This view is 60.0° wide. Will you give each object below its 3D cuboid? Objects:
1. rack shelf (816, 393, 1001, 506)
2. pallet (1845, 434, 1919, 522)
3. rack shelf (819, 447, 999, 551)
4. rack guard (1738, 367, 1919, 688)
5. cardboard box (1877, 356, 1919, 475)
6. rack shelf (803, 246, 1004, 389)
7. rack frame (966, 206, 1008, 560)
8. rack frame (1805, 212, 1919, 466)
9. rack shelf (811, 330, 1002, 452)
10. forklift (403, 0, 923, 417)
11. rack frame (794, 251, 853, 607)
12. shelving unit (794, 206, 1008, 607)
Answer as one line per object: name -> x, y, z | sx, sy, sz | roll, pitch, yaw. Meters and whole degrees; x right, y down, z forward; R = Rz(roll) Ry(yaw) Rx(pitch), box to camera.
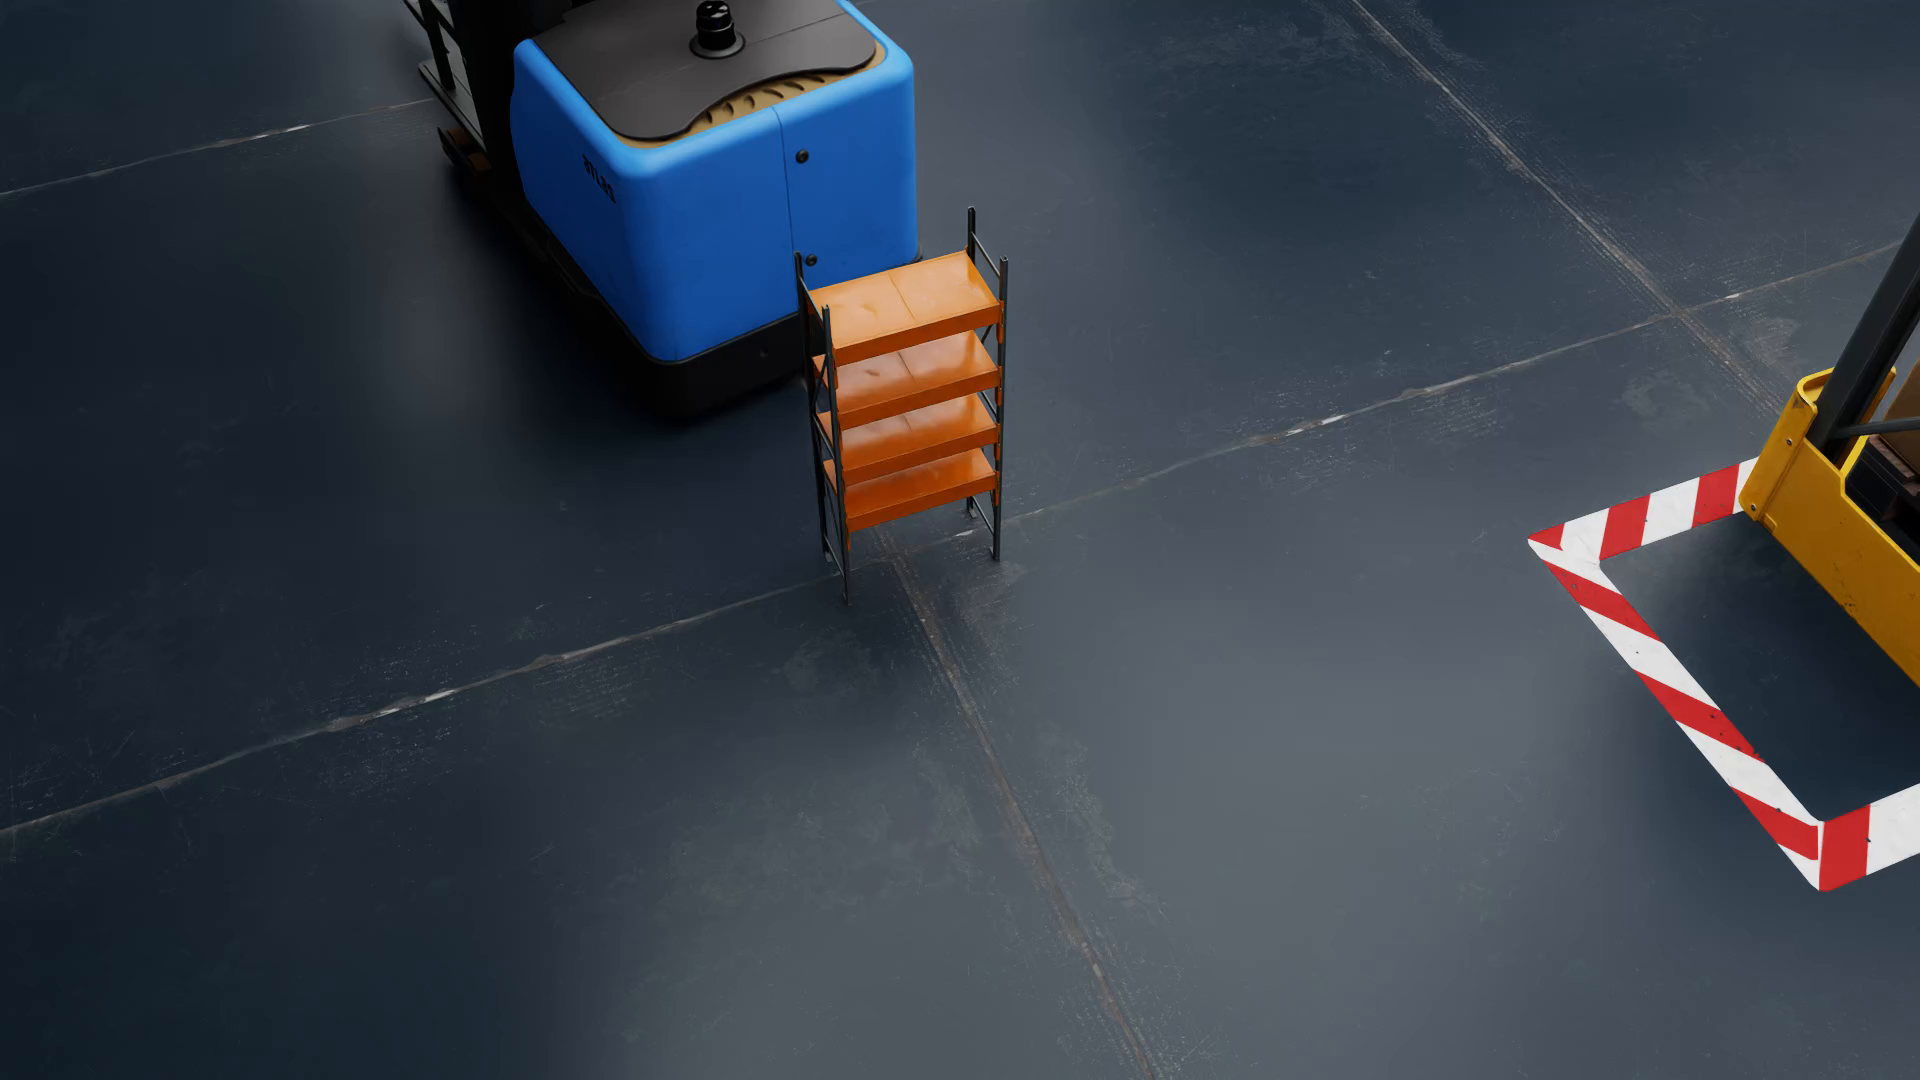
rack shelf -> -0.153, -0.300, 4.805 | 0.480, 0.148, 0.258 | -17, 52, -14
pallet -> 3.605, -0.082, 5.182 | 1.213, 0.211, 1.003 | -17, 52, -14
rack shelf -> -0.153, -0.170, 4.956 | 0.480, 0.148, 0.258 | -17, 52, -14
rack guard -> 2.867, 0.053, 4.875 | 0.348, 0.500, 1.175 | -17, 52, -14
cardboard box -> 3.207, -0.397, 4.972 | 0.500, 0.500, 0.500 | -17, 52, -14
rack shelf -> -0.153, -0.599, 4.456 | 0.480, 0.148, 0.258 | -17, 52, -14
rack frame -> 0.073, -0.413, 4.814 | 0.015, 1.200, 0.240 | -17, 52, -14
rack frame -> 2.797, -0.740, 3.908 | 0.127, 3.000, 1.000 | -17, 52, -14
rack shelf -> -0.153, -0.445, 4.635 | 0.480, 0.148, 0.258 | -17, 52, -14
forklift -> -1.359, -2.461, 5.431 | 1.130, 2.935, 3.031 | -27, 54, -21
rack frame -> -0.379, -0.273, 4.694 | 0.015, 1.200, 0.240 | -17, 52, -14
shelving unit -> -0.153, -0.343, 4.754 | 0.503, 1.200, 0.258 | -17, 52, -14
